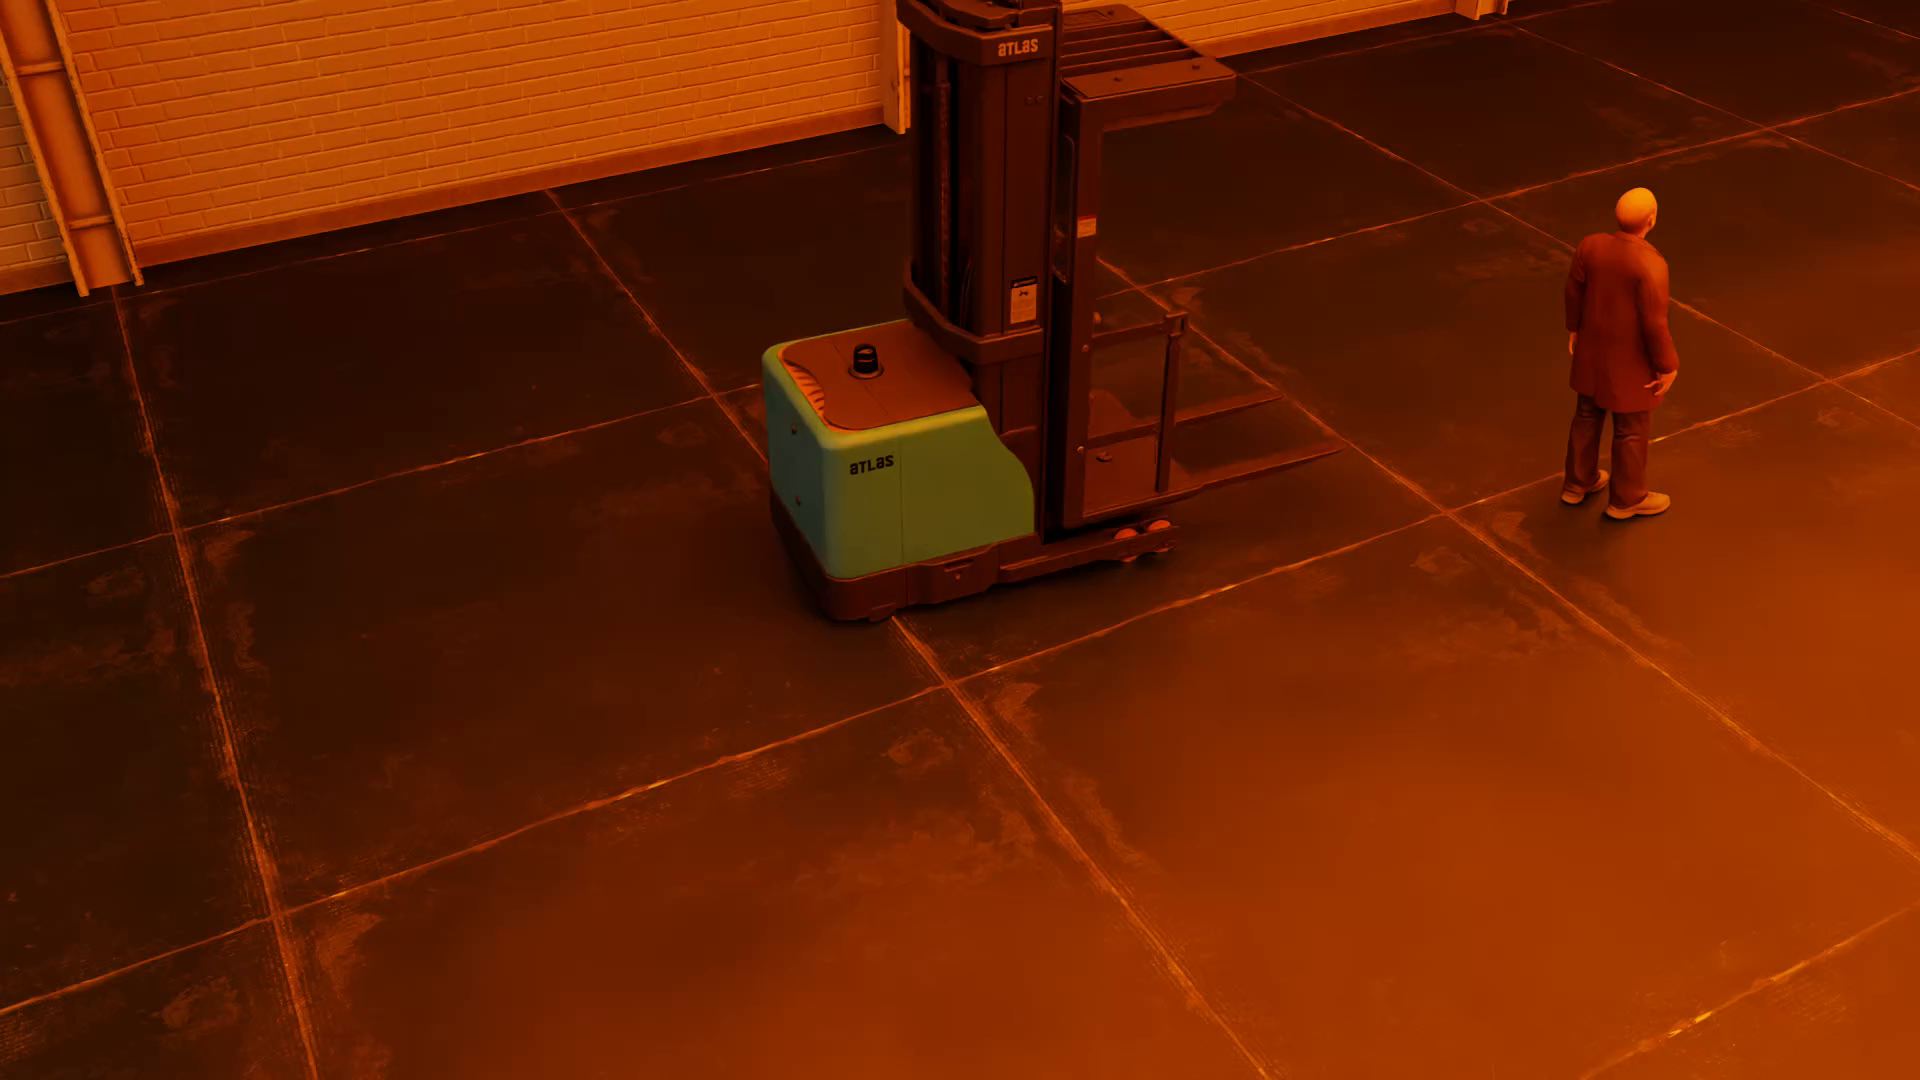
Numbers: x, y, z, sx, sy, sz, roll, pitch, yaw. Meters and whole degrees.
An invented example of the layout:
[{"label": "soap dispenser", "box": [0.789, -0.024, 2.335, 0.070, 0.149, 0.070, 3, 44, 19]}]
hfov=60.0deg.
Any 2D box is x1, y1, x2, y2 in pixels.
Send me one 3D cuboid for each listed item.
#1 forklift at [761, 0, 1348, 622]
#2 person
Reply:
[{"label": "forklift", "box": [0.577, -1.352, 8.036, 3.031, 2.935, 1.130, -14, 38, -19]}, {"label": "person", "box": [3.410, -0.970, 8.484, 0.574, 1.779, 0.693, -18, 39, -23]}]
